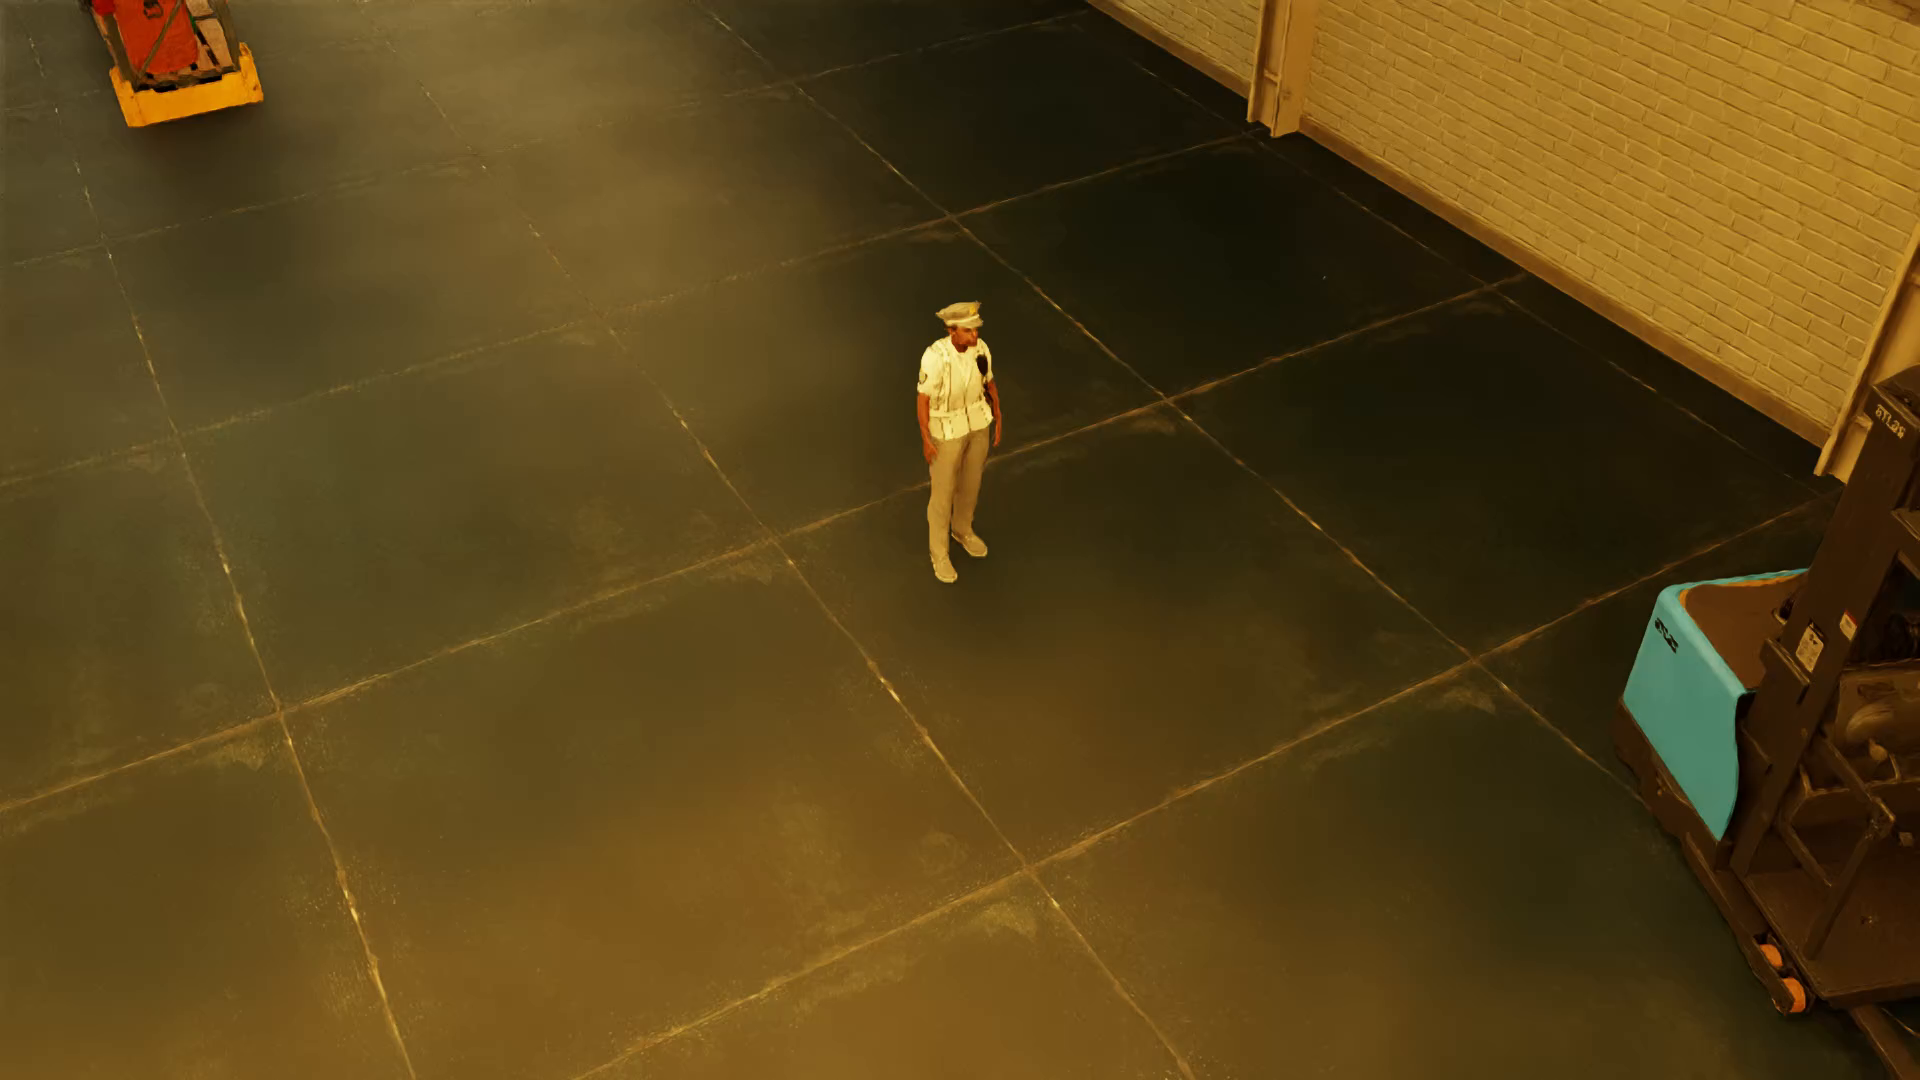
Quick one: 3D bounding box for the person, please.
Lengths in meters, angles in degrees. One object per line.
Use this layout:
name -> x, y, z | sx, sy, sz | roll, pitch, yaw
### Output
person -> 0.021, -0.610, 9.729 | 0.570, 1.695, 0.529 | -20, 44, -23

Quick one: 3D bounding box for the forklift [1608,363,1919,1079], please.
forklift -> 4.266, 0.802, 7.069 | 1.130, 2.935, 3.031 | -7, 40, -8
